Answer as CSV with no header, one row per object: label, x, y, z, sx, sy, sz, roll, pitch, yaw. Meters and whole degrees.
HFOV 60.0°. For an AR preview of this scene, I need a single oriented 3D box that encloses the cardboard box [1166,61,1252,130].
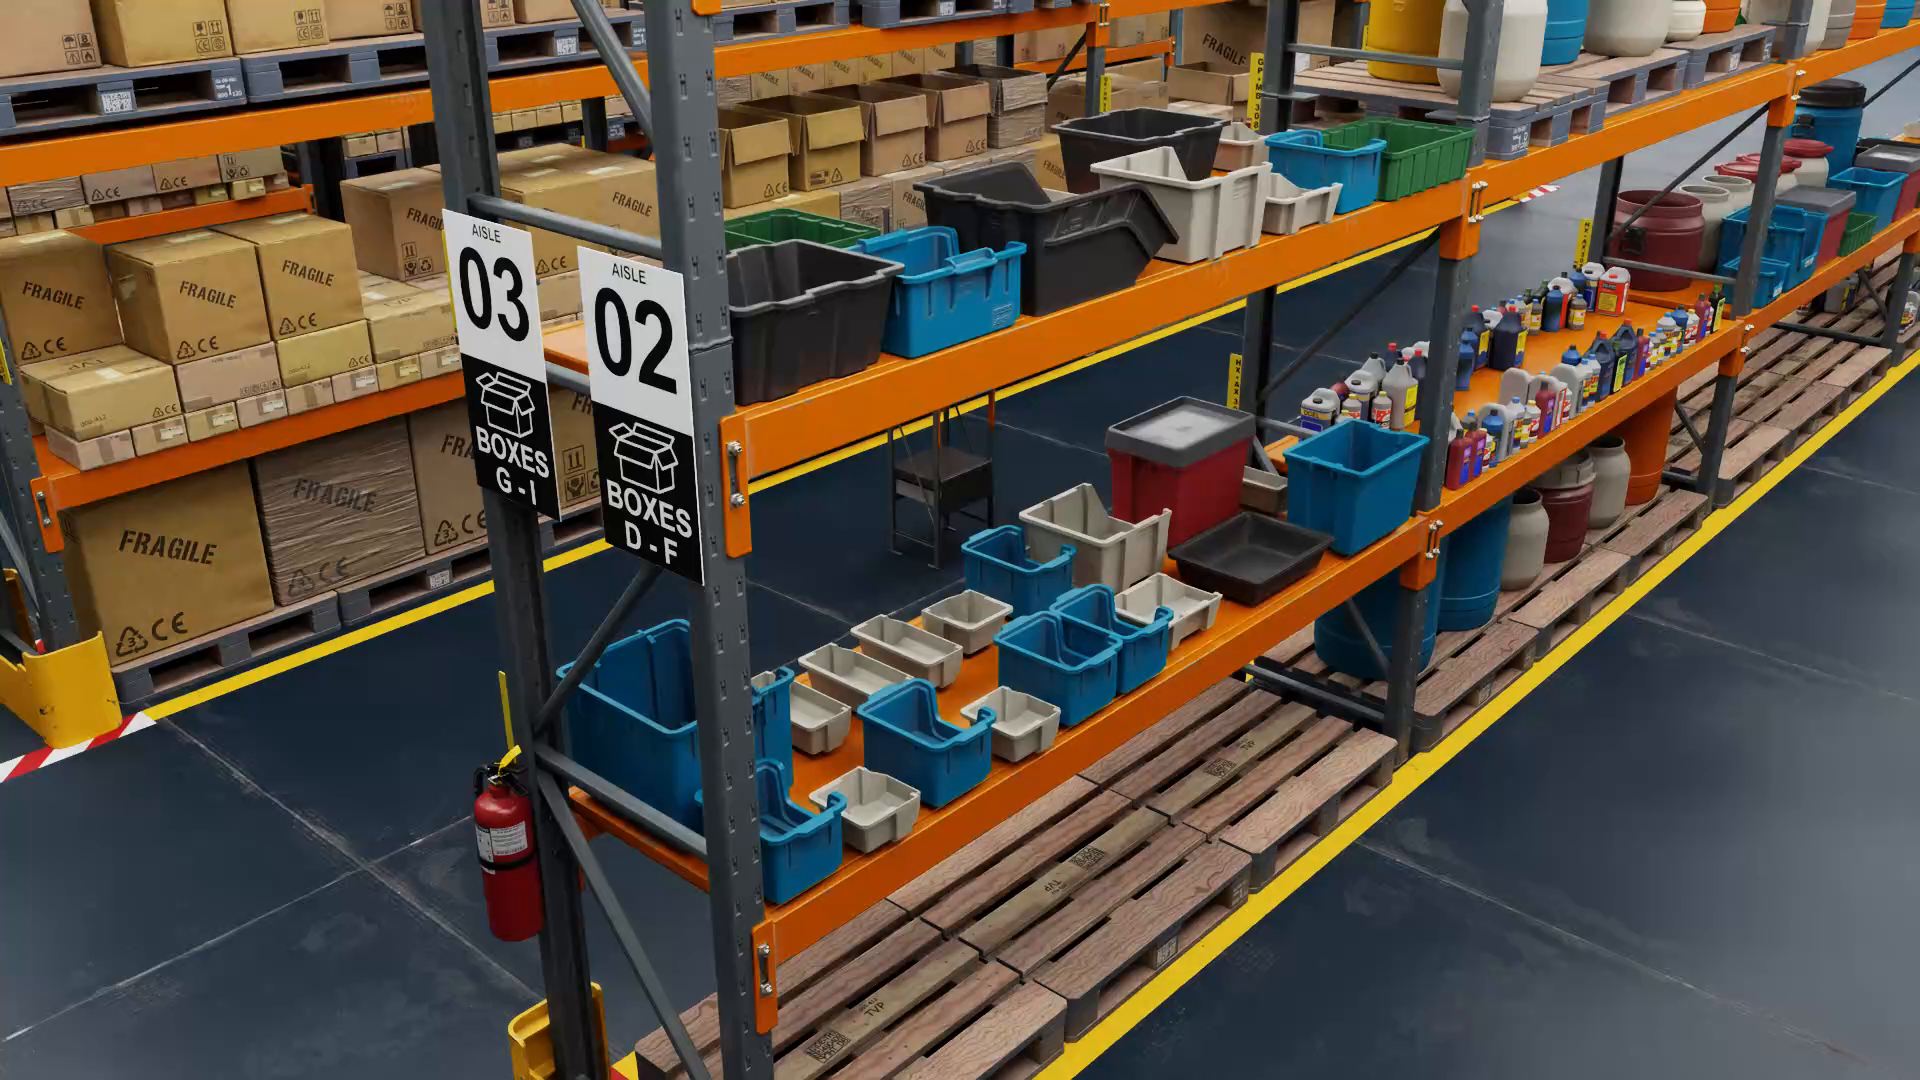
cardboard box,2.278,-3.911,14.667,0.637,0.503,0.797,-20,31,-38

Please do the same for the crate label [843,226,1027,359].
crate label,-0.098,-0.711,4.685,0.408,0.251,0.502,20,31,38

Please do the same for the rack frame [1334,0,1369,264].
rack frame,3.366,-4.226,16.008,1.000,3.000,0.127,20,31,38

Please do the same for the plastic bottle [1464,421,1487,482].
plastic bottle,2.367,-0.419,7.660,0.061,0.283,0.133,20,31,38

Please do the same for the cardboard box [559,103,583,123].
cardboard box,-3.603,-3.882,15.036,0.380,0.149,0.250,19,30,35

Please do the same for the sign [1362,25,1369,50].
sign,3.782,-4.604,15.436,0.100,0.325,0.005,20,31,38

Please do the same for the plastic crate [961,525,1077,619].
plastic crate,0.225,0.136,6.412,0.416,0.233,0.300,20,31,38

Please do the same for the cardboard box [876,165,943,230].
cardboard box,-0.470,-2.371,11.748,0.500,0.500,0.500,21,32,38

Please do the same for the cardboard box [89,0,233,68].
cardboard box,-3.871,-2.533,7.809,0.700,0.500,0.500,19,30,36

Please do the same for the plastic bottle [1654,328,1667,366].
plastic bottle,3.863,-1.075,9.225,0.097,0.201,0.097,0,24,0

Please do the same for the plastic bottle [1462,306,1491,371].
plastic bottle,2.820,-1.118,9.138,0.144,0.351,0.185,20,31,38

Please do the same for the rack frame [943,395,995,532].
rack frame,0.052,-0.982,9.874,0.400,2.100,0.015,20,31,38

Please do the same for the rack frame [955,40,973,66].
rack frame,-0.260,-5.611,19.098,1.000,3.000,0.127,20,31,38

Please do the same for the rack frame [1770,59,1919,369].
rack frame,7.054,-2.873,12.992,1.000,3.000,0.127,20,31,38

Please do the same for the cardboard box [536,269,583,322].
cardboard box,-2.416,-1.491,9.729,0.500,0.250,0.500,21,32,39

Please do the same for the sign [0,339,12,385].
sign,-4.234,-0.847,7.319,0.100,0.325,0.005,20,31,38

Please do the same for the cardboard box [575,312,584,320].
cardboard box,-2.276,-1.335,9.868,0.380,0.149,0.250,20,31,37

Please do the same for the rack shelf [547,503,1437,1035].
rack shelf,0.380,0.502,6.344,1.077,0.370,4.000,20,31,38

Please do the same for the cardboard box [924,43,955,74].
cardboard box,-0.409,-5.425,18.560,0.500,0.500,0.500,20,31,37

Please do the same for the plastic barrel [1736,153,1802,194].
plastic barrel,5.763,-2.480,11.949,0.433,0.535,0.433,0,24,0

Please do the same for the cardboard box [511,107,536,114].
cardboard box,-3.952,-3.858,14.618,0.380,0.149,0.250,19,31,37

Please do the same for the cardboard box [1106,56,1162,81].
cardboard box,2.006,-5.827,21.663,0.875,0.875,0.875,20,31,38

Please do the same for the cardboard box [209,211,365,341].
cardboard box,-3.447,-1.364,8.528,0.500,0.500,0.500,19,30,36

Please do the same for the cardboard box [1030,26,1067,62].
cardboard box,0.775,-6.101,20.008,0.875,0.550,0.550,20,31,38

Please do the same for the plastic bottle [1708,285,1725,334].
plastic bottle,4.432,-1.362,9.763,0.061,0.283,0.133,20,31,38

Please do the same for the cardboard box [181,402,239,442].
cardboard box,-3.820,-0.630,8.295,0.380,0.149,0.250,19,31,36

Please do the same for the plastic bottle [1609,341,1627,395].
plastic bottle,3.457,-0.916,8.770,0.061,0.283,0.133,20,31,38

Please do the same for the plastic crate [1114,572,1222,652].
plastic crate,0.777,0.270,6.231,0.293,0.136,0.466,20,31,38

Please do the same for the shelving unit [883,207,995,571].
shelving unit,-0.110,-0.908,9.708,0.431,2.100,0.503,20,31,38

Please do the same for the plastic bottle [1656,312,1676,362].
plastic bottle,3.928,-1.137,9.277,0.097,0.271,0.097,0,24,0

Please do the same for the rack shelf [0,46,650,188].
rack shelf,-3.308,-2.219,8.747,1.077,0.370,4.000,20,31,38

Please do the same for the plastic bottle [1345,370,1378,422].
plastic bottle,1.981,-0.699,8.294,0.152,0.276,0.135,20,31,38

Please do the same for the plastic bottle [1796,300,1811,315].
plastic bottle,7.064,-1.993,13.911,0.097,0.201,0.097,0,24,0

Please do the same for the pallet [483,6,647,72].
pallet,-2.527,-2.870,9.427,1.003,0.211,1.213,20,31,38

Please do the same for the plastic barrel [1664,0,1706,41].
plastic barrel,3.778,-2.785,8.785,0.301,0.262,0.301,0,24,0

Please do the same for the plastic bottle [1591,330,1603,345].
plastic bottle,3.439,-0.996,8.949,0.061,0.283,0.133,20,31,38

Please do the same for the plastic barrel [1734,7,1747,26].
plastic barrel,4.511,-3.042,9.891,0.294,0.245,0.294,0,24,0

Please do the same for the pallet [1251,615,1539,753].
pallet,2.261,0.613,8.625,1.003,0.211,1.213,20,31,38

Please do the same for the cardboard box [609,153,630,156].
cardboard box,-3.570,-3.641,16.331,0.500,0.250,0.500,18,30,35

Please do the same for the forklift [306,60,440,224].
forklift,-4.089,-2.521,12.290,1.130,2.935,3.031,-1,24,-1

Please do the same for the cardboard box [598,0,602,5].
cardboard box,-4.830,-6.794,20.738,0.500,0.500,0.500,21,32,39

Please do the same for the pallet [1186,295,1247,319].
pallet,2.033,-2.342,15.216,1.003,0.211,1.213,20,31,38

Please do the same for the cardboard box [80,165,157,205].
cardboard box,-6.392,-2.821,12.390,0.500,0.500,0.500,20,31,37

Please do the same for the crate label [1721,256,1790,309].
crate label,4.945,-1.604,10.366,0.303,0.233,0.416,20,31,38

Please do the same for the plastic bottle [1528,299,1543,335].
plastic bottle,3.360,-1.311,9.750,0.097,0.201,0.097,0,24,0

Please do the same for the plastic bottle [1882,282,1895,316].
plastic bottle,7.795,-2.037,13.828,0.144,0.351,0.185,20,31,38

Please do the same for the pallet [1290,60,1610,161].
pallet,2.166,-1.984,7.573,1.213,0.211,1.003,20,31,38

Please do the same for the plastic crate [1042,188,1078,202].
plastic crate,0.240,-1.163,5.833,0.437,0.136,0.530,20,31,38

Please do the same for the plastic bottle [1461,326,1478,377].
plastic bottle,2.754,-1.029,9.036,0.097,0.271,0.097,0,24,0

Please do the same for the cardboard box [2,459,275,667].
cardboard box,-4.275,-0.009,8.687,0.875,0.875,0.875,20,31,38

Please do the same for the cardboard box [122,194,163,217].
cardboard box,-6.279,-2.572,12.627,0.380,0.149,0.250,19,30,35

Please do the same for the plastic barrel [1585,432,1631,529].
plastic barrel,3.761,-0.361,9.916,0.421,0.512,0.421,0,24,0

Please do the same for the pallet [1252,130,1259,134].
pallet,1.987,-3.534,14.700,1.003,0.211,1.213,20,31,38

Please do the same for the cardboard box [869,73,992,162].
cardboard box,-0.241,-3.094,12.137,0.797,0.503,0.637,21,32,39
